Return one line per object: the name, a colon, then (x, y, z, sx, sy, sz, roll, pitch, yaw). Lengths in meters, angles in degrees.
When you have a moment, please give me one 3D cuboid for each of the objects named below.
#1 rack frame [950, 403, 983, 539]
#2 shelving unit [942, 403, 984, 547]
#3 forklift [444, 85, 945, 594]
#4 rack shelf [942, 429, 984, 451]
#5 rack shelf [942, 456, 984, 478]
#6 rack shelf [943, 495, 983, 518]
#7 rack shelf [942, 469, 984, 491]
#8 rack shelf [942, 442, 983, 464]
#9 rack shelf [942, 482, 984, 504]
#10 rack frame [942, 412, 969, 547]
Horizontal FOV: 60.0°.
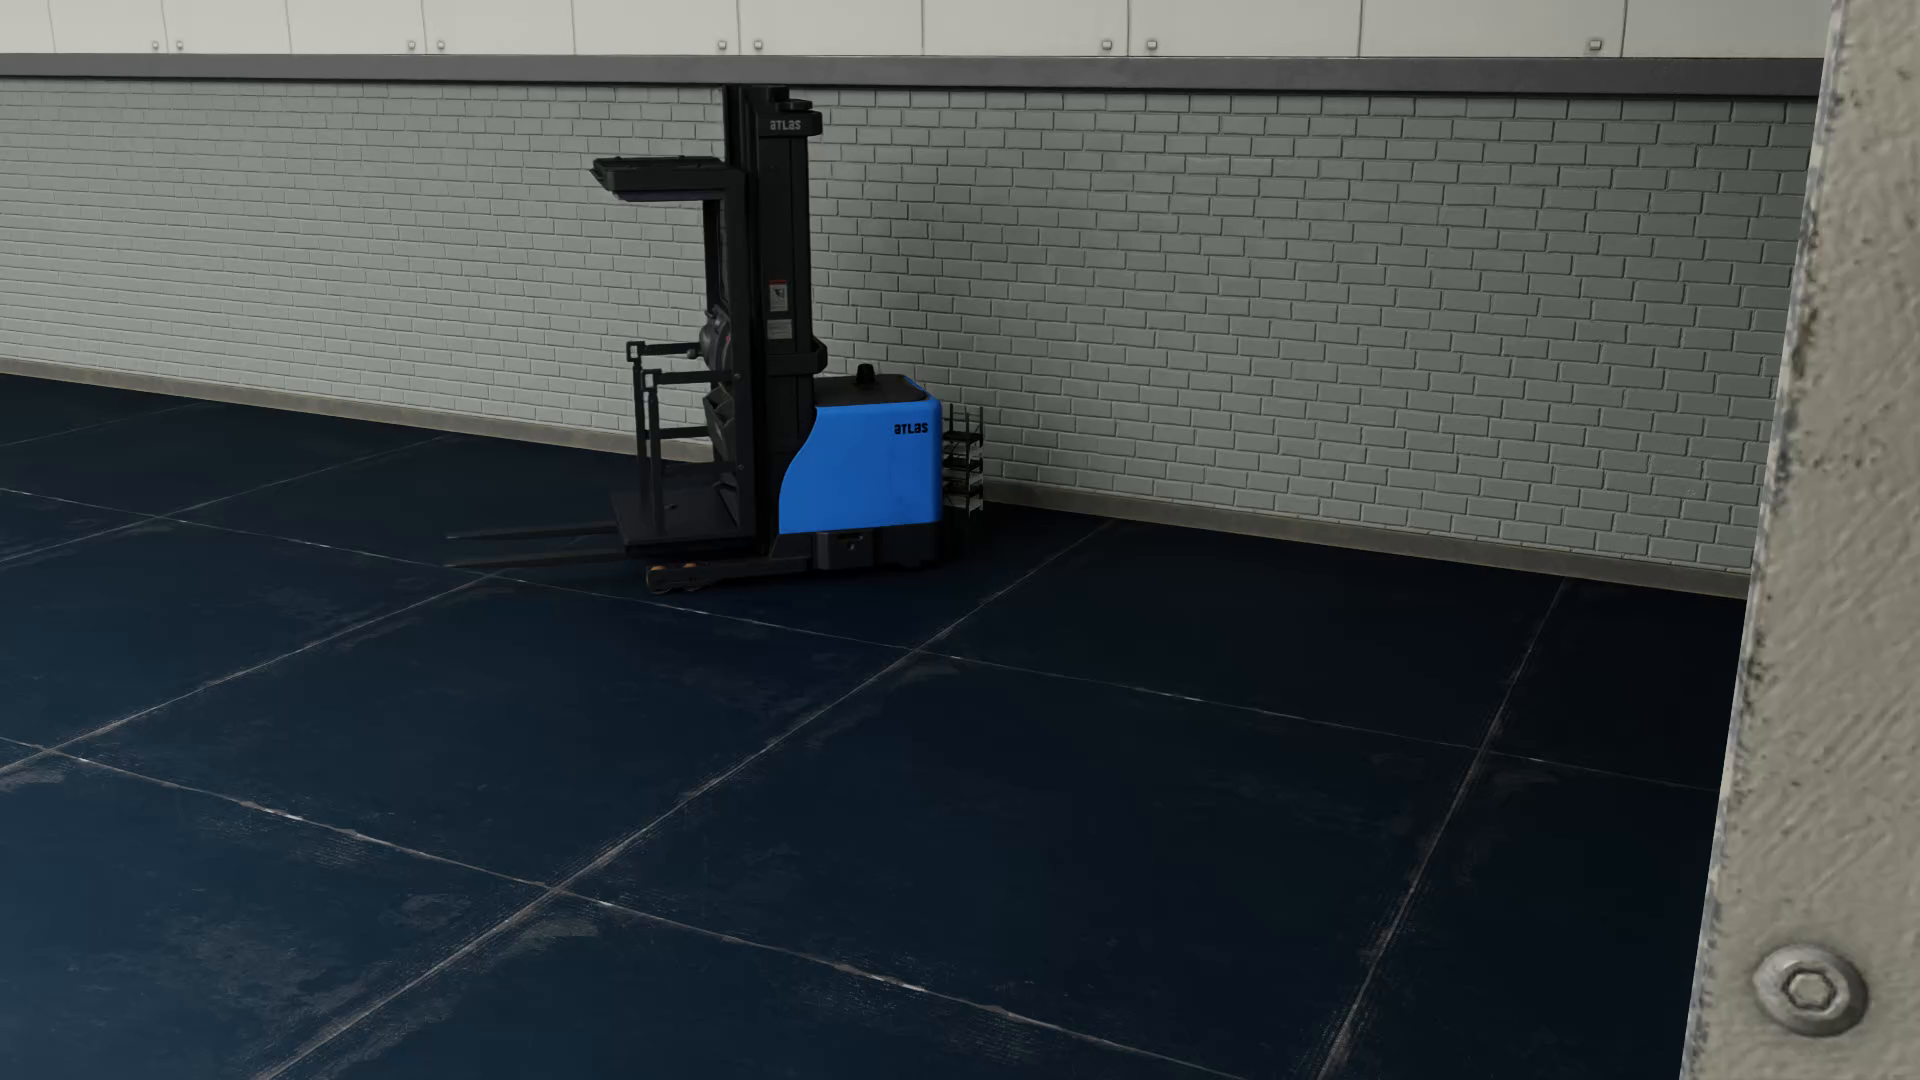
rack frame: (0.042, -0.455, 11.049, 0.240, 0.900, 0.006, 8, 18, 25)
shelving unit: (-0.004, -0.429, 10.961, 0.258, 0.900, 0.210, 8, 18, 25)
forklift: (-1.671, -1.247, 10.148, 3.031, 2.935, 1.130, -5, 17, -15)
rack shelf: (-0.004, -0.656, 10.894, 0.258, 0.077, 0.200, 8, 18, 25)
rack shelf: (-0.004, -0.484, 10.945, 0.258, 0.077, 0.200, 8, 18, 25)
rack shelf: (-0.004, -0.225, 11.022, 0.258, 0.077, 0.200, 8, 18, 25)
rack shelf: (-0.004, -0.397, 10.971, 0.258, 0.077, 0.200, 8, 18, 25)
rack shelf: (-0.004, -0.570, 10.920, 0.258, 0.077, 0.200, 8, 18, 25)
rack shelf: (-0.004, -0.311, 10.997, 0.258, 0.077, 0.200, 8, 18, 25)
rack frame: (-0.049, -0.403, 10.874, 0.240, 0.900, 0.006, 8, 18, 25)
